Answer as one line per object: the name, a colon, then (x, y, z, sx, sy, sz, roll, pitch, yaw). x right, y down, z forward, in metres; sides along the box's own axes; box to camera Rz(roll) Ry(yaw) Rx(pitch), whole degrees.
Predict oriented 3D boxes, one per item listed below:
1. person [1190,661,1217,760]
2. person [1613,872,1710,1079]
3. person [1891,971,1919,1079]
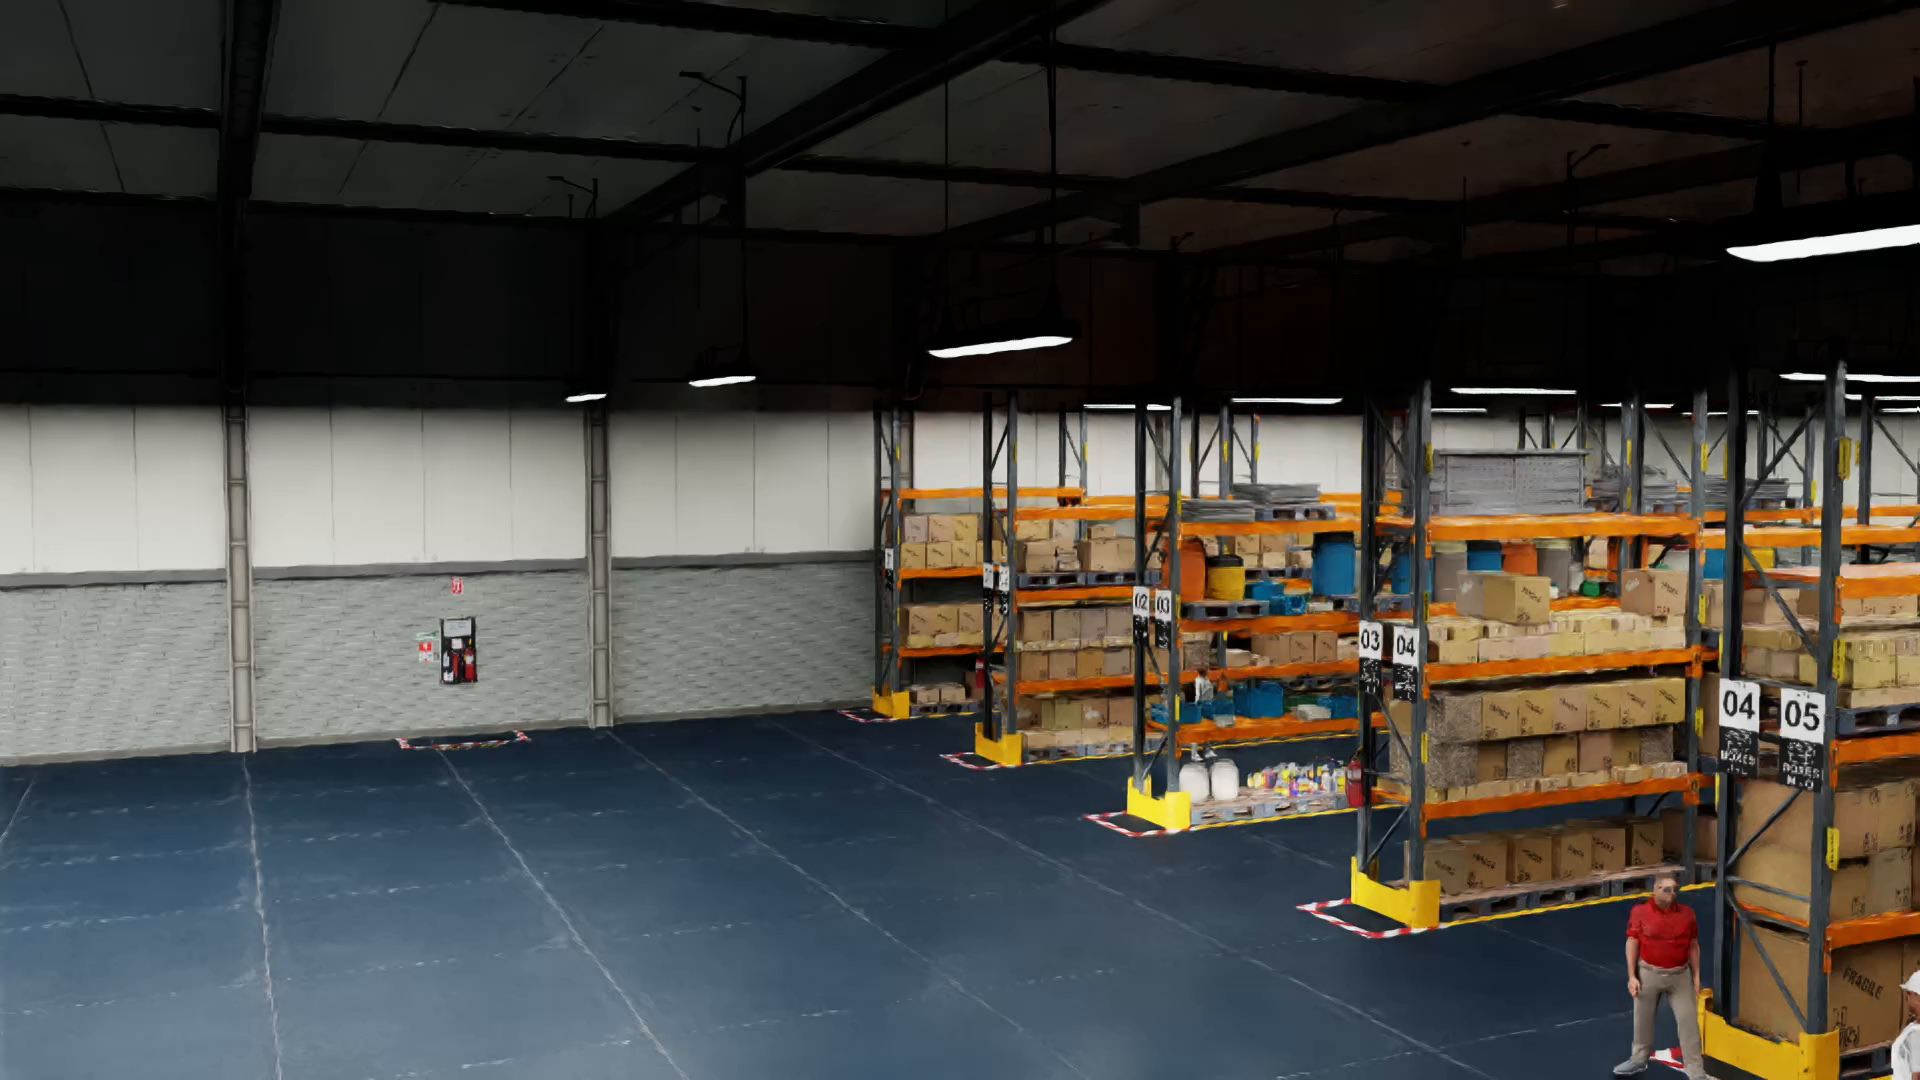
person: (3.988, 2.790, 27.137, 0.401, 1.564, 0.465, 2, 4, 35)
person: (5.685, 3.515, 13.343, 0.772, 1.719, 0.582, 1, 3, 13)
person: (6.191, 3.664, 10.610, 0.480, 1.780, 0.744, 2, 4, 37)
